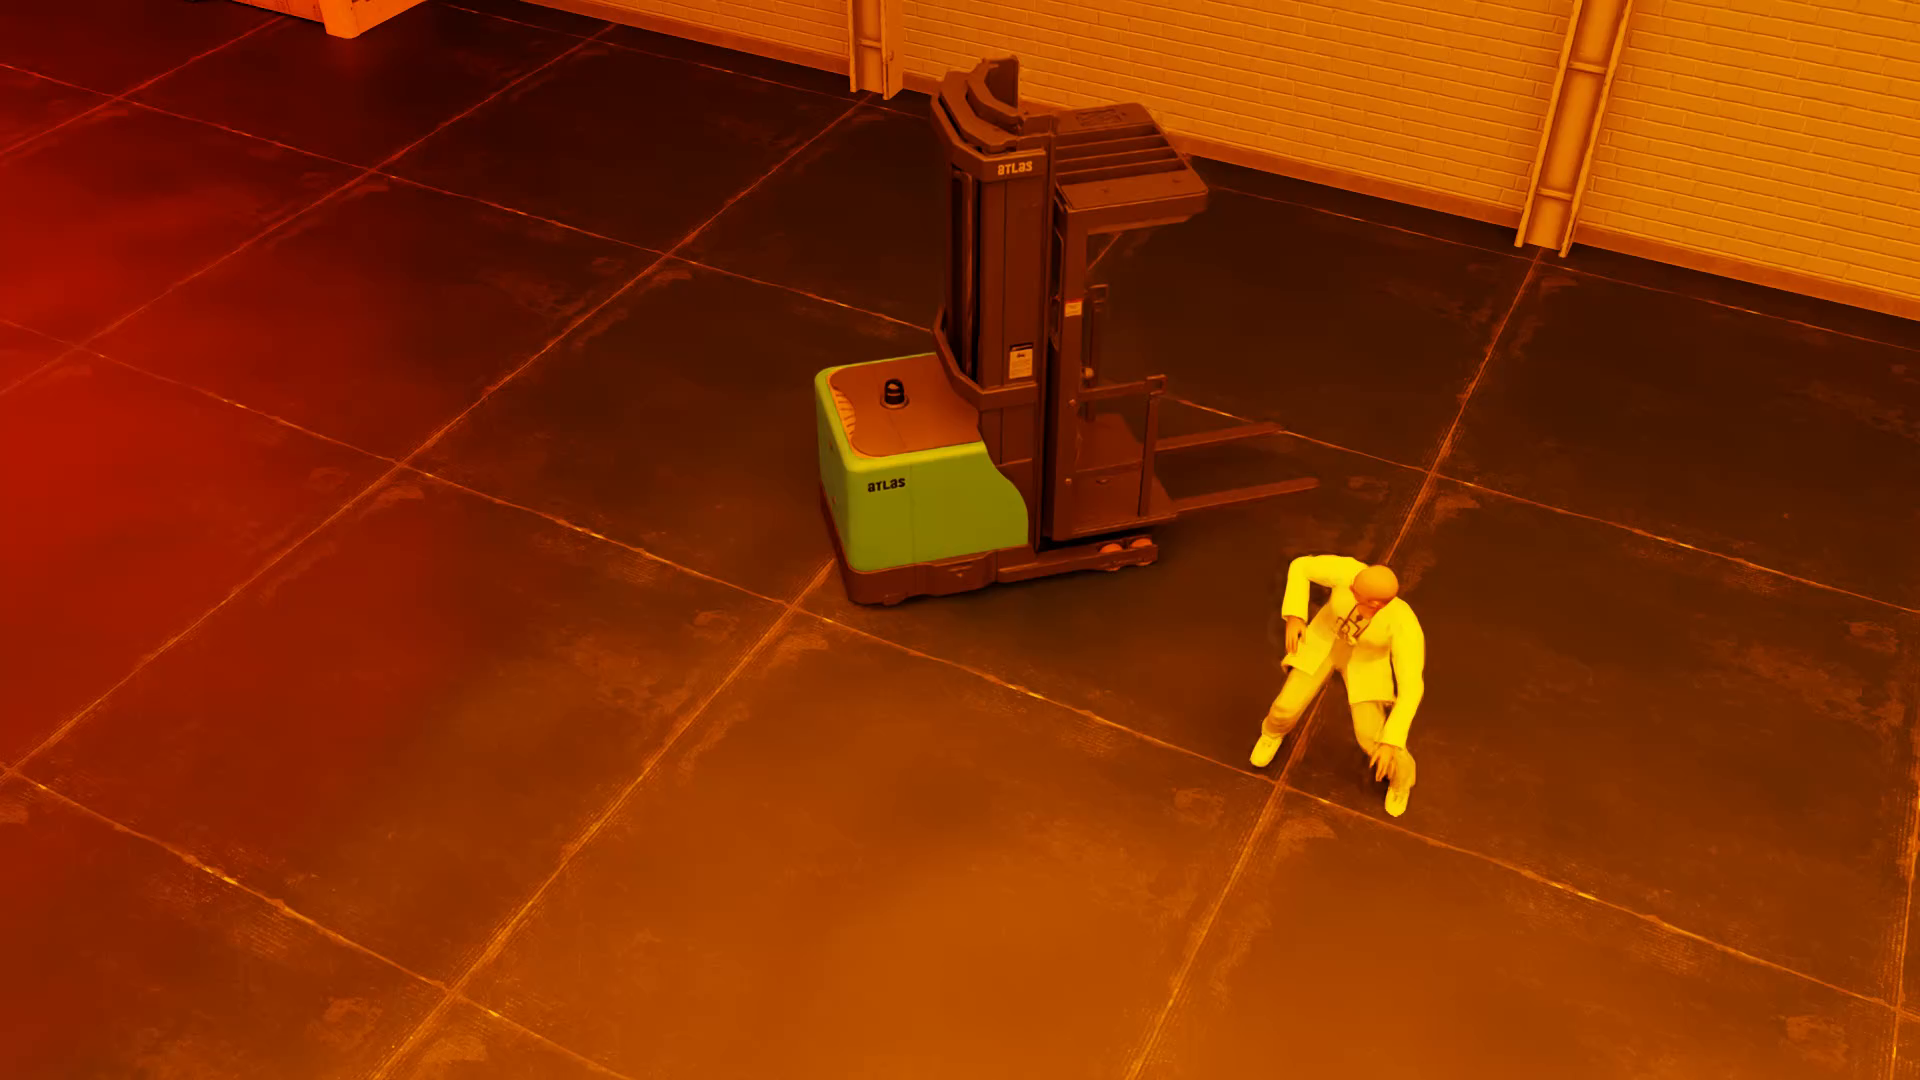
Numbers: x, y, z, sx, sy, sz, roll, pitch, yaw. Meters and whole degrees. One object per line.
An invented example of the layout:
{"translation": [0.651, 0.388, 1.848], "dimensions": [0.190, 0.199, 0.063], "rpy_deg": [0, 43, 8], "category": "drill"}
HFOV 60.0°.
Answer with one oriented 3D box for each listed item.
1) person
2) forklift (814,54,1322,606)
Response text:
{"translation": [1.919, 0.718, 8.294], "dimensions": [0.879, 1.542, 0.861], "rpy_deg": [21, 44, 23], "category": "person"}
{"translation": [0.704, -1.254, 9.475], "dimensions": [3.031, 2.935, 1.130], "rpy_deg": [-10, 41, -11], "category": "forklift"}
